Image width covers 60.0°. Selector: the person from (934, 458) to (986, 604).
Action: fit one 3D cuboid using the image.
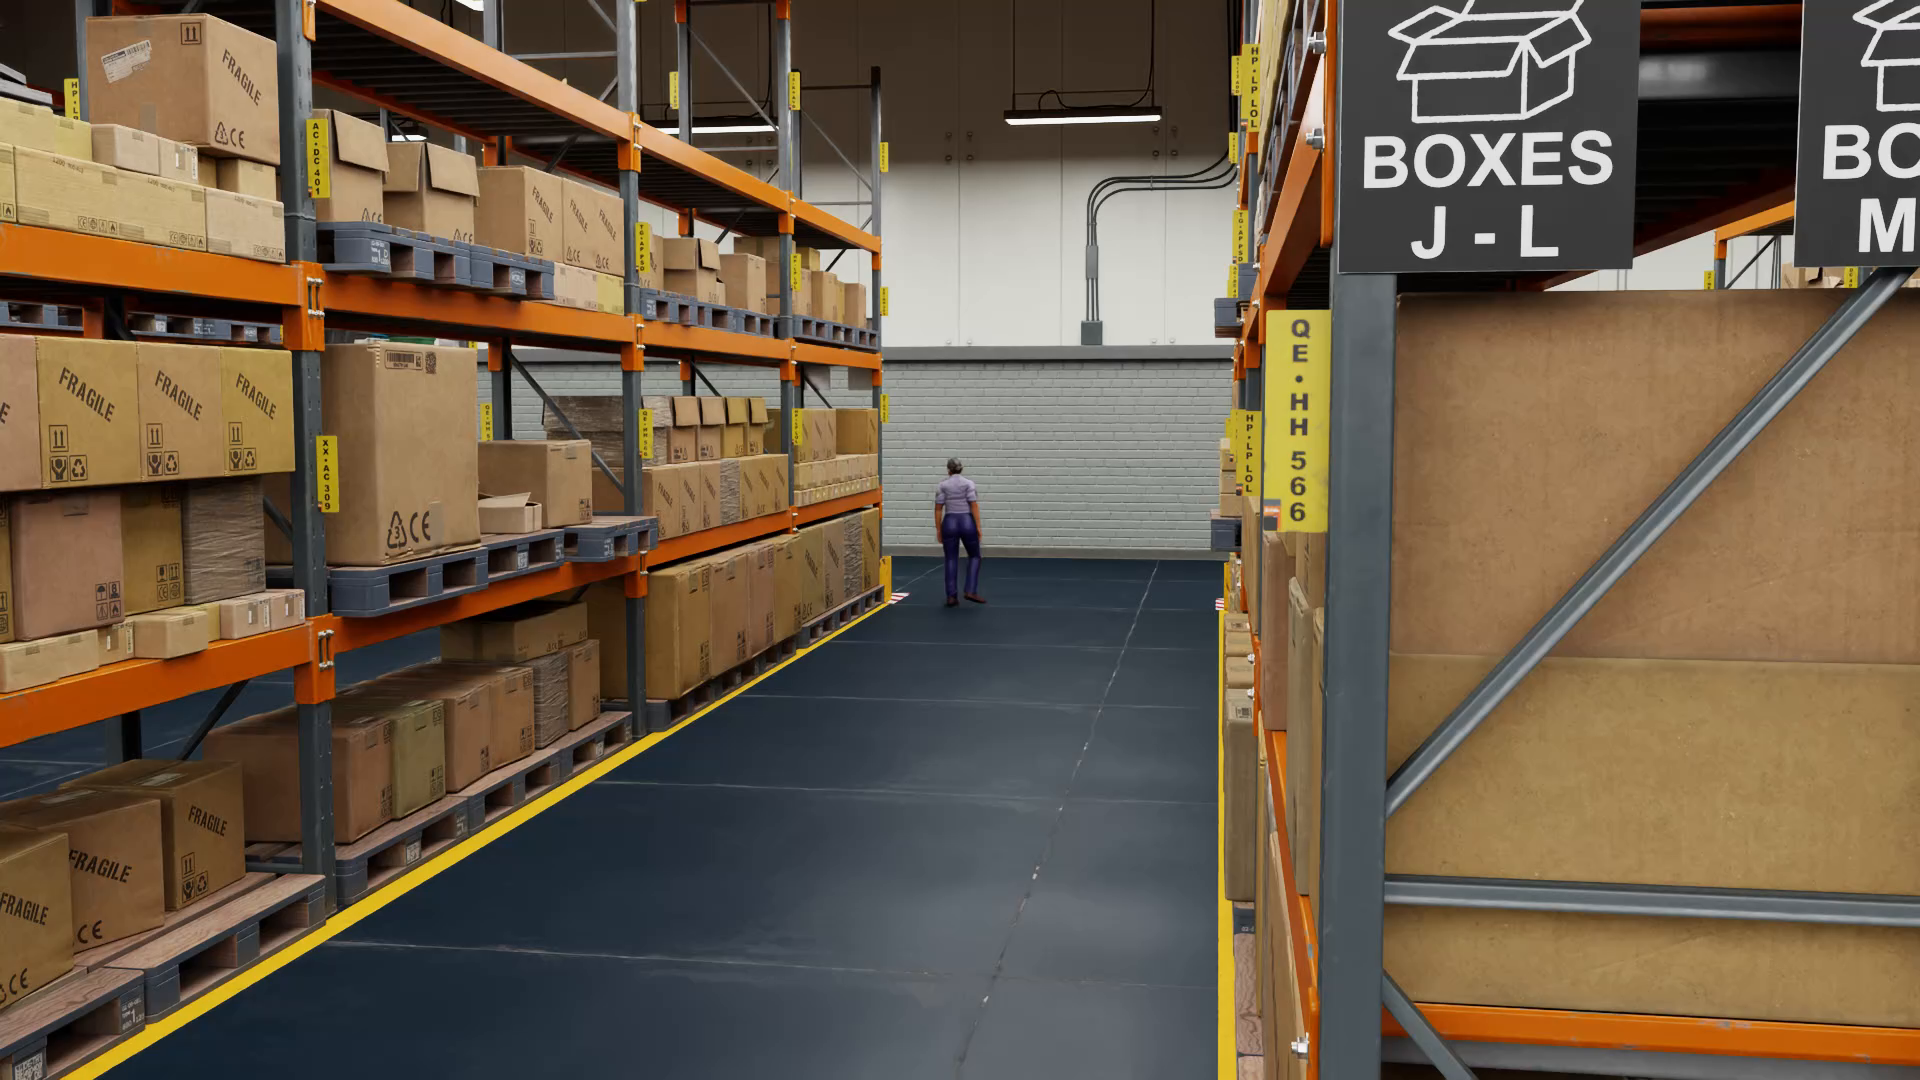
[{"bbox_3d":[-0.006,-0.090,18.639,0.579,1.661,0.503,1,5,7],"label":"person"}]
